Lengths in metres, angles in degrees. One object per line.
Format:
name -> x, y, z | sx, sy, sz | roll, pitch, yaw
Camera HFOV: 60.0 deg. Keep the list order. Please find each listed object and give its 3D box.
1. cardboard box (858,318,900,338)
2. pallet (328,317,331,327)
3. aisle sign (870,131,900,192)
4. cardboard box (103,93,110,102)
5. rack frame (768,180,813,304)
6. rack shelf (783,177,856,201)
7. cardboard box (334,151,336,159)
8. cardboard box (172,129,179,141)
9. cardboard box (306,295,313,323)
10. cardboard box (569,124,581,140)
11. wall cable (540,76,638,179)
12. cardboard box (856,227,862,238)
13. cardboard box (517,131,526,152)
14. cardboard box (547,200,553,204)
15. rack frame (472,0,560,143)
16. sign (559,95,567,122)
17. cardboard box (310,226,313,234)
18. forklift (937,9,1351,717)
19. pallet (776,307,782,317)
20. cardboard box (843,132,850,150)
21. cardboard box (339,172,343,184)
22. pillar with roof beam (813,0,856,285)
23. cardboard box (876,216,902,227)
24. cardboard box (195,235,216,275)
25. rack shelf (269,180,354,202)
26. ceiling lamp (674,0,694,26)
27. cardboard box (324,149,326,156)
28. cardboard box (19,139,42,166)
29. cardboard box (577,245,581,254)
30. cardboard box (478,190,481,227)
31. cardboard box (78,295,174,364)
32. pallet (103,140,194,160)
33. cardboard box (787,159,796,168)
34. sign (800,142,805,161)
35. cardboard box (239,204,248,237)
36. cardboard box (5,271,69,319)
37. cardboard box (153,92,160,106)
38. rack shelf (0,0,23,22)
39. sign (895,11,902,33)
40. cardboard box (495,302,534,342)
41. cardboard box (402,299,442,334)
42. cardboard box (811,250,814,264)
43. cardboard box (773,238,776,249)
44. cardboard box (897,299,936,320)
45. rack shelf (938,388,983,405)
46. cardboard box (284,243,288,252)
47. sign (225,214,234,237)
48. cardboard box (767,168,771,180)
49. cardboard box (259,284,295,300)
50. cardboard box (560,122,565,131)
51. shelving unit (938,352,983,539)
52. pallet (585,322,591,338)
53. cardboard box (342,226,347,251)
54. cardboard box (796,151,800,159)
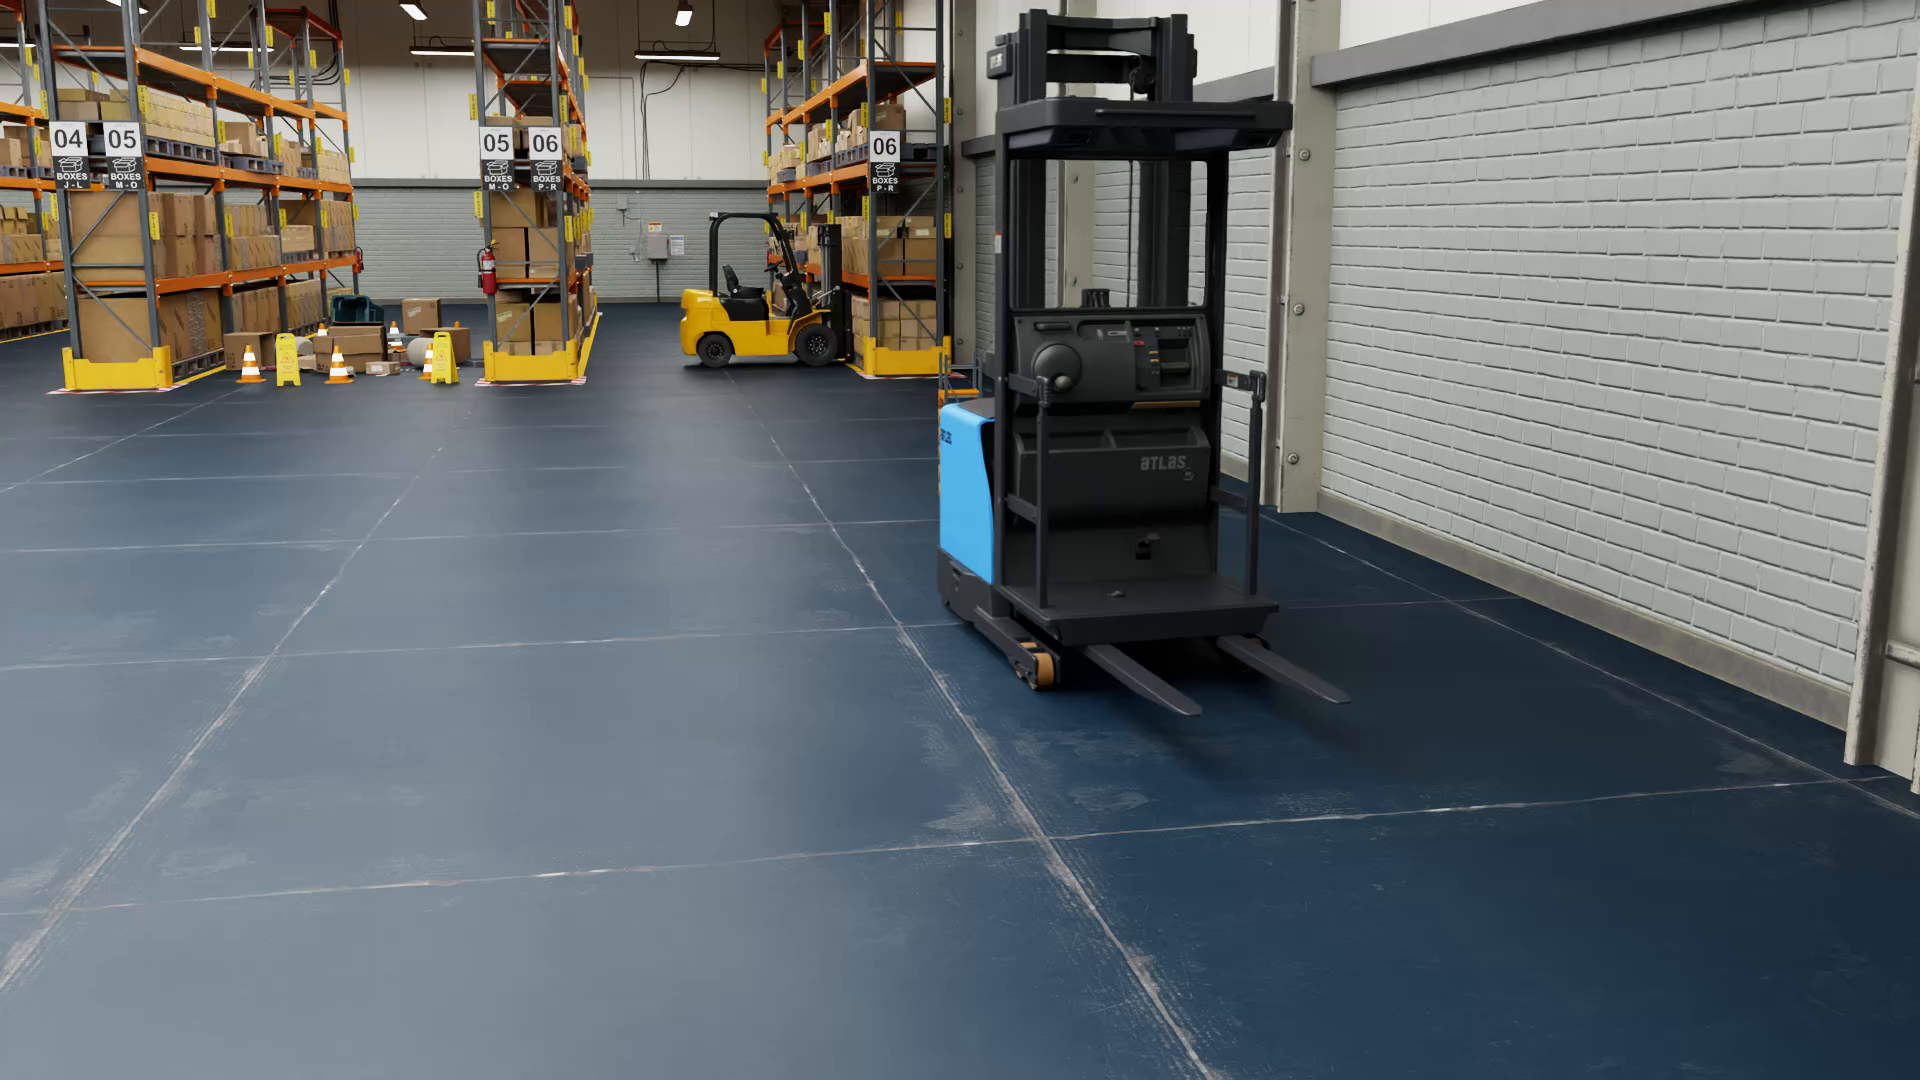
cardboard box -> -1.118, -2.926, 22.941 | 0.500, 0.250, 0.500 | -2, 11, -12
pallet -> -12.920, -4.320, 32.829 | 1.003, 0.211, 1.213 | -2, 11, -11
aisle sign -> -0.992, -5.001, 21.998 | 0.394, 0.787, 0.004 | -2, 11, -11
cardboard box -> -10.968, -5.554, 20.982 | 0.380, 0.149, 0.250 | -2, 11, -10
rack frame -> -3.828, -6.681, 37.778 | 1.000, 3.000, 0.127 | -2, 11, -11
rack shelf -> -2.662, -6.701, 31.783 | 1.077, 0.370, 4.000 | -2, 11, -11
cardboard box -> -12.962, -7.857, 33.928 | 0.380, 0.149, 0.250 | -2, 11, -10
cardboard box -> -10.418, -5.279, 21.667 | 0.380, 0.149, 0.250 | -2, 11, -11
cardboard box -> -12.169, -4.231, 30.468 | 0.500, 0.500, 0.500 | -2, 11, -12
cardboard box -> -6.190, -6.364, 26.028 | 0.500, 0.250, 0.500 | -2, 11, -12
wall cable -> -9.341, -10.507, 41.833 | 2.355, 3.000, 0.029 | -2, 11, -11
cardboard box -> -1.263, -4.357, 23.562 | 0.380, 0.149, 0.250 | -2, 11, -13
cardboard box -> -6.032, -5.289, 22.043 | 0.500, 0.250, 0.500 | -2, 11, -12
cardboard box -> -8.291, -6.670, 33.044 | 0.380, 0.149, 0.250 | -2, 11, -12
rack frame -> -5.585, -6.513, 20.847 | 1.000, 3.000, 0.127 | -2, 11, -11
sign -> -5.053, -5.488, 21.150 | 0.100, 0.325, 0.005 | -2, 11, -11
cardboard box -> -12.485, -5.877, 31.507 | 0.380, 0.149, 0.250 | -2, 11, -8
forklift -> 0.760, -0.866, 7.406 | 1.130, 2.935, 3.031 | -3, 11, -15
pallet -> -3.424, -4.928, 36.024 | 1.003, 0.211, 1.213 | -2, 11, -11
cardboard box -> -1.504, -5.860, 24.410 | 0.396, 0.266, 0.258 | -2, 11, -12
cardboard box -> -12.995, -7.443, 34.158 | 0.500, 0.250, 0.500 | -2, 11, -9
pillar with roof beam -> -6.525, -8.899, 33.383 | 9.100, 9.000, 0.548 | -2, 11, -11
cardboard box -> -0.993, -4.319, 22.567 | 0.380, 0.149, 0.250 | -2, 11, -11
cardboard box -> -10.986, -4.007, 23.327 | 0.875, 0.550, 0.550 | -2, 11, -11
rack shelf -> -13.144, -7.055, 33.642 | 1.077, 0.370, 4.000 | -2, 11, -11
ceiling lamp -> -5.043, -11.529, 31.589 | 0.800, 3.185, 2.000 | -2, 11, -11
cardboard box -> -12.774, -7.663, 32.909 | 0.380, 0.149, 0.250 | -2, 11, -13
cardboard box -> -17.851, -7.326, 31.482 | 0.700, 0.500, 0.500 | -3, 11, -14
cardboard box -> -6.387, -4.735, 27.101 | 0.380, 0.149, 0.250 | -2, 11, -9
cardboard box -> -6.189, -4.521, 22.689 | 0.700, 0.500, 0.500 | -2, 11, -12
cardboard box -> -10.617, -2.652, 21.165 | 0.875, 0.875, 0.875 | -2, 11, -11
pallet -> -10.816, -5.157, 21.984 | 1.003, 0.211, 1.213 | -2, 11, -11
cardboard box -> -3.141, -7.250, 32.024 | 0.380, 0.149, 0.250 | -2, 11, -10
sign -> -2.805, -6.922, 29.639 | 0.100, 0.325, 0.005 | -2, 11, -11
cardboard box -> -11.598, -5.012, 26.063 | 0.700, 0.500, 0.500 | -2, 11, -12
cardboard box -> -17.689, -4.693, 31.889 | 0.875, 0.875, 0.875 | -2, 11, -11
cardboard box -> -10.271, -5.530, 20.855 | 0.380, 0.149, 0.250 | -2, 11, -12
rack shelf -> -17.250, -9.266, 28.346 | 1.077, 0.370, 4.000 | -2, 11, -11
sign -> -0.945, -7.980, 25.634 | 0.100, 0.325, 0.005 | -2, 11, -11
cardboard box -> -5.996, -2.927, 22.278 | 0.500, 0.500, 0.500 | -2, 11, -11
cardboard box -> -8.103, -3.373, 25.057 | 0.500, 0.500, 0.500 | -2, 11, -11
cardboard box -> -2.333, -4.958, 29.123 | 0.500, 0.250, 0.500 | -2, 11, -12
cardboard box -> -3.804, -6.476, 36.302 | 0.500, 0.250, 0.500 | -2, 11, -12
cardboard box -> -0.624, -3.189, 22.984 | 0.500, 0.250, 0.500 | -2, 11, -12
rack shelf -> 0.003, -0.897, 10.511 | 0.258, 0.103, 0.180 | -2, 11, -11
cardboard box -> -11.971, -5.105, 29.046 | 0.380, 0.149, 0.250 | -2, 11, -8
sign -> -10.654, -4.585, 24.239 | 0.100, 0.325, 0.005 | -2, 11, -11
cardboard box -> -4.010, -8.136, 37.004 | 0.500, 0.250, 0.500 | -2, 11, -12
cardboard box -> -11.873, -4.316, 28.909 | 0.500, 0.250, 0.500 | -3, 11, -14
cardboard box -> -5.482, -5.523, 22.207 | 0.380, 0.149, 0.250 | -2, 11, -11
shelving unit -> 0.003, -0.587, 10.570 | 0.258, 1.200, 0.189 | -2, 11, -11
pallet -> -7.220, -3.810, 30.152 | 1.003, 0.211, 1.213 | -2, 11, -11
cardboard box -> -12.990, -6.237, 34.378 | 0.500, 0.500, 0.500 | -2, 11, -11
cardboard box -> -2.882, -7.246, 31.263 | 0.380, 0.149, 0.250 | -2, 11, -11
